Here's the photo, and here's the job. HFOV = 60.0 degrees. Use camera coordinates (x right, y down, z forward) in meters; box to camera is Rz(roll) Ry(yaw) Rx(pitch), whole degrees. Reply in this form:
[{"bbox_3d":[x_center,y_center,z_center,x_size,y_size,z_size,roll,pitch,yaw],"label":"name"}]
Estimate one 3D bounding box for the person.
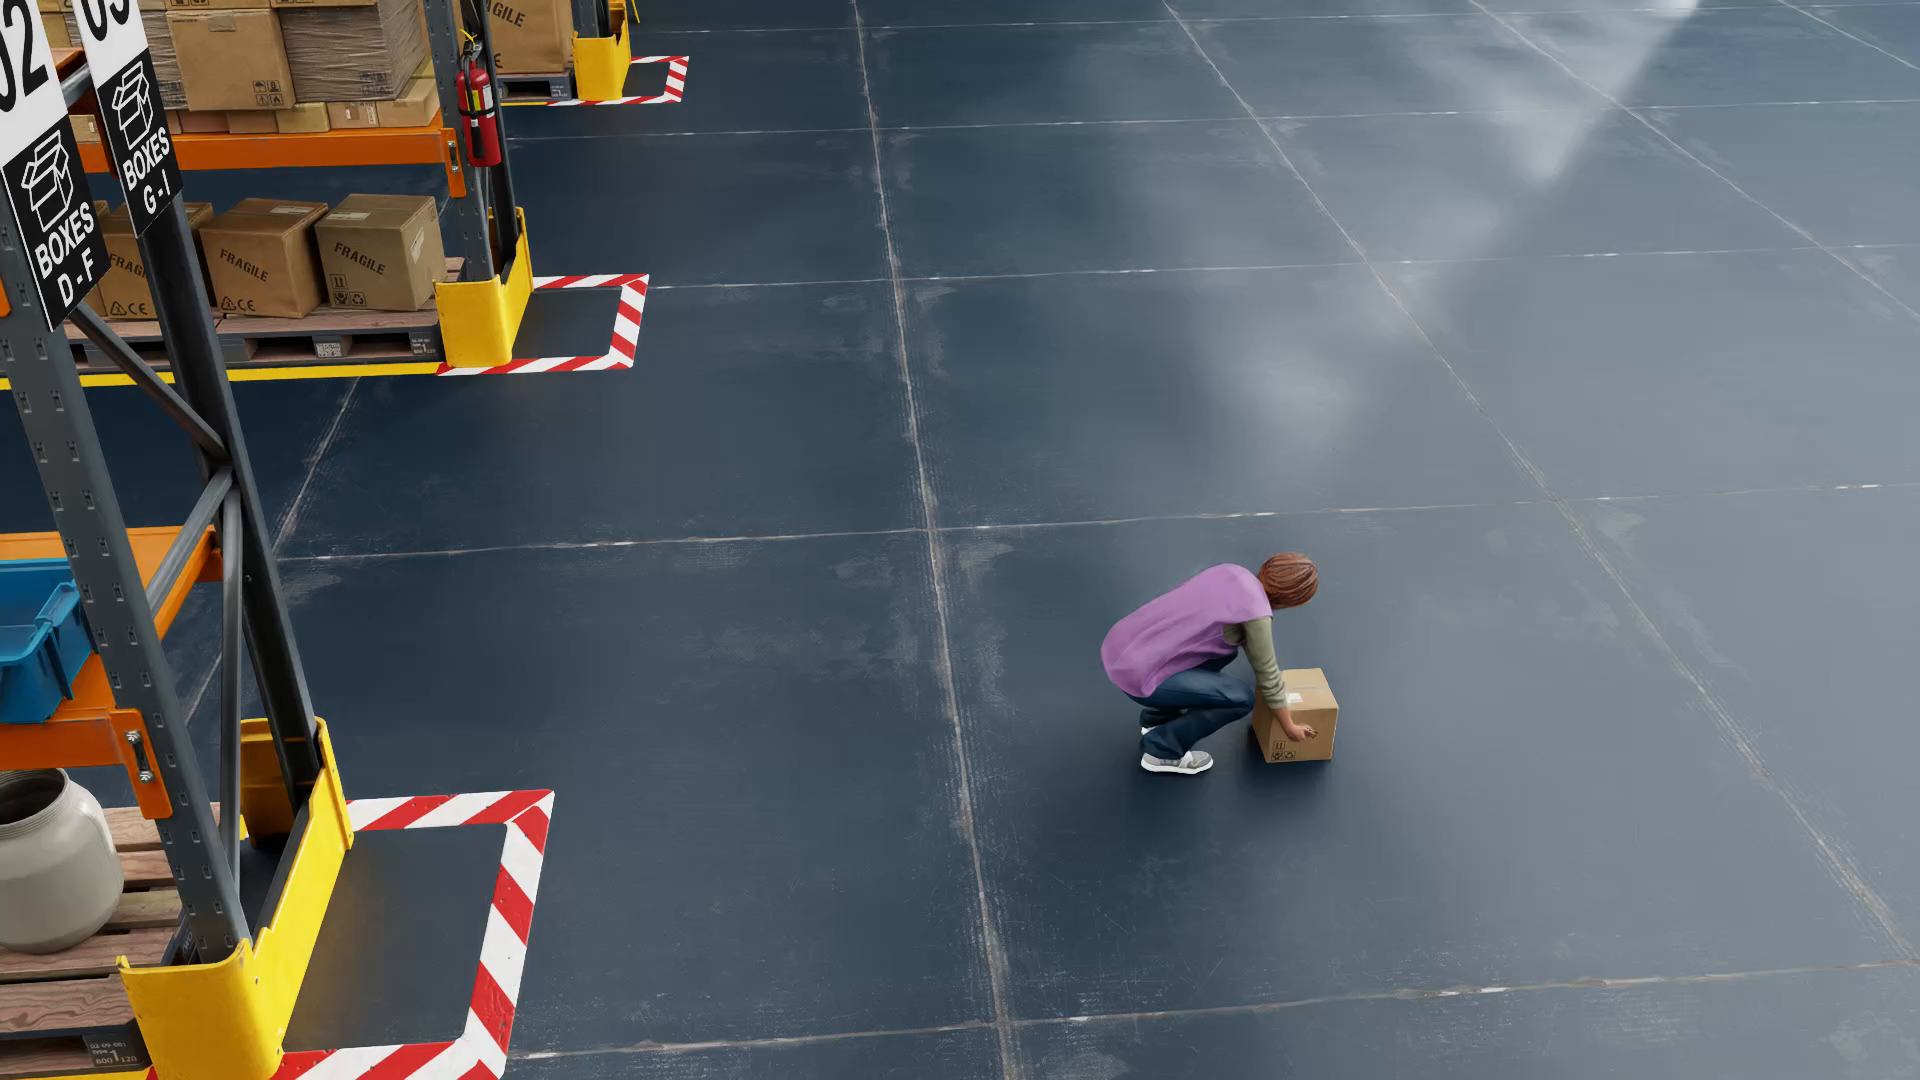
[{"bbox_3d":[0.917,0.442,6.172,0.806,0.819,0.441,-3,32,-5],"label":"person"}]
